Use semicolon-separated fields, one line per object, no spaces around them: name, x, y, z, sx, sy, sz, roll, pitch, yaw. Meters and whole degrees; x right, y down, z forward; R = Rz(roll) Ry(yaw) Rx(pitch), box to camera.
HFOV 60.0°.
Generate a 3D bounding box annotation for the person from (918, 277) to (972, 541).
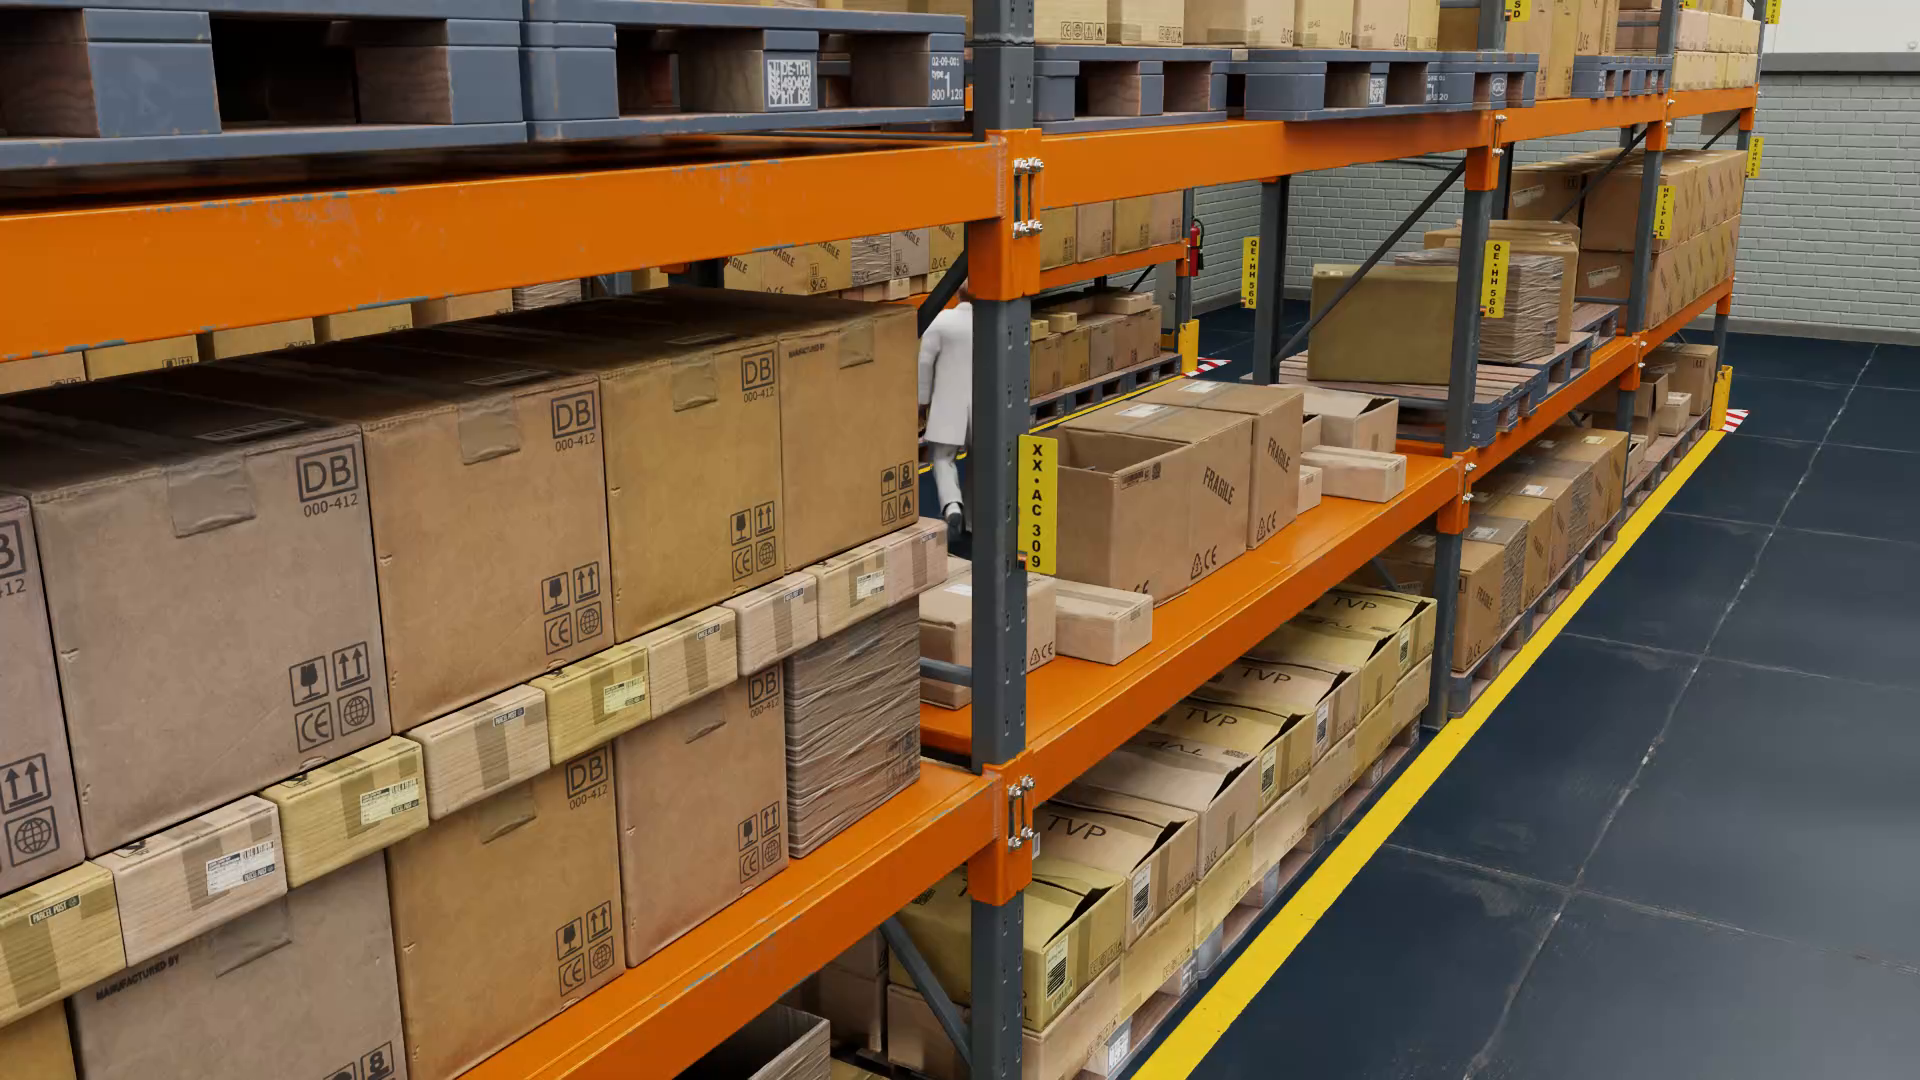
person;0.023;-0.851;10.509;0.614;1.737;0.977;-1;16;-3
